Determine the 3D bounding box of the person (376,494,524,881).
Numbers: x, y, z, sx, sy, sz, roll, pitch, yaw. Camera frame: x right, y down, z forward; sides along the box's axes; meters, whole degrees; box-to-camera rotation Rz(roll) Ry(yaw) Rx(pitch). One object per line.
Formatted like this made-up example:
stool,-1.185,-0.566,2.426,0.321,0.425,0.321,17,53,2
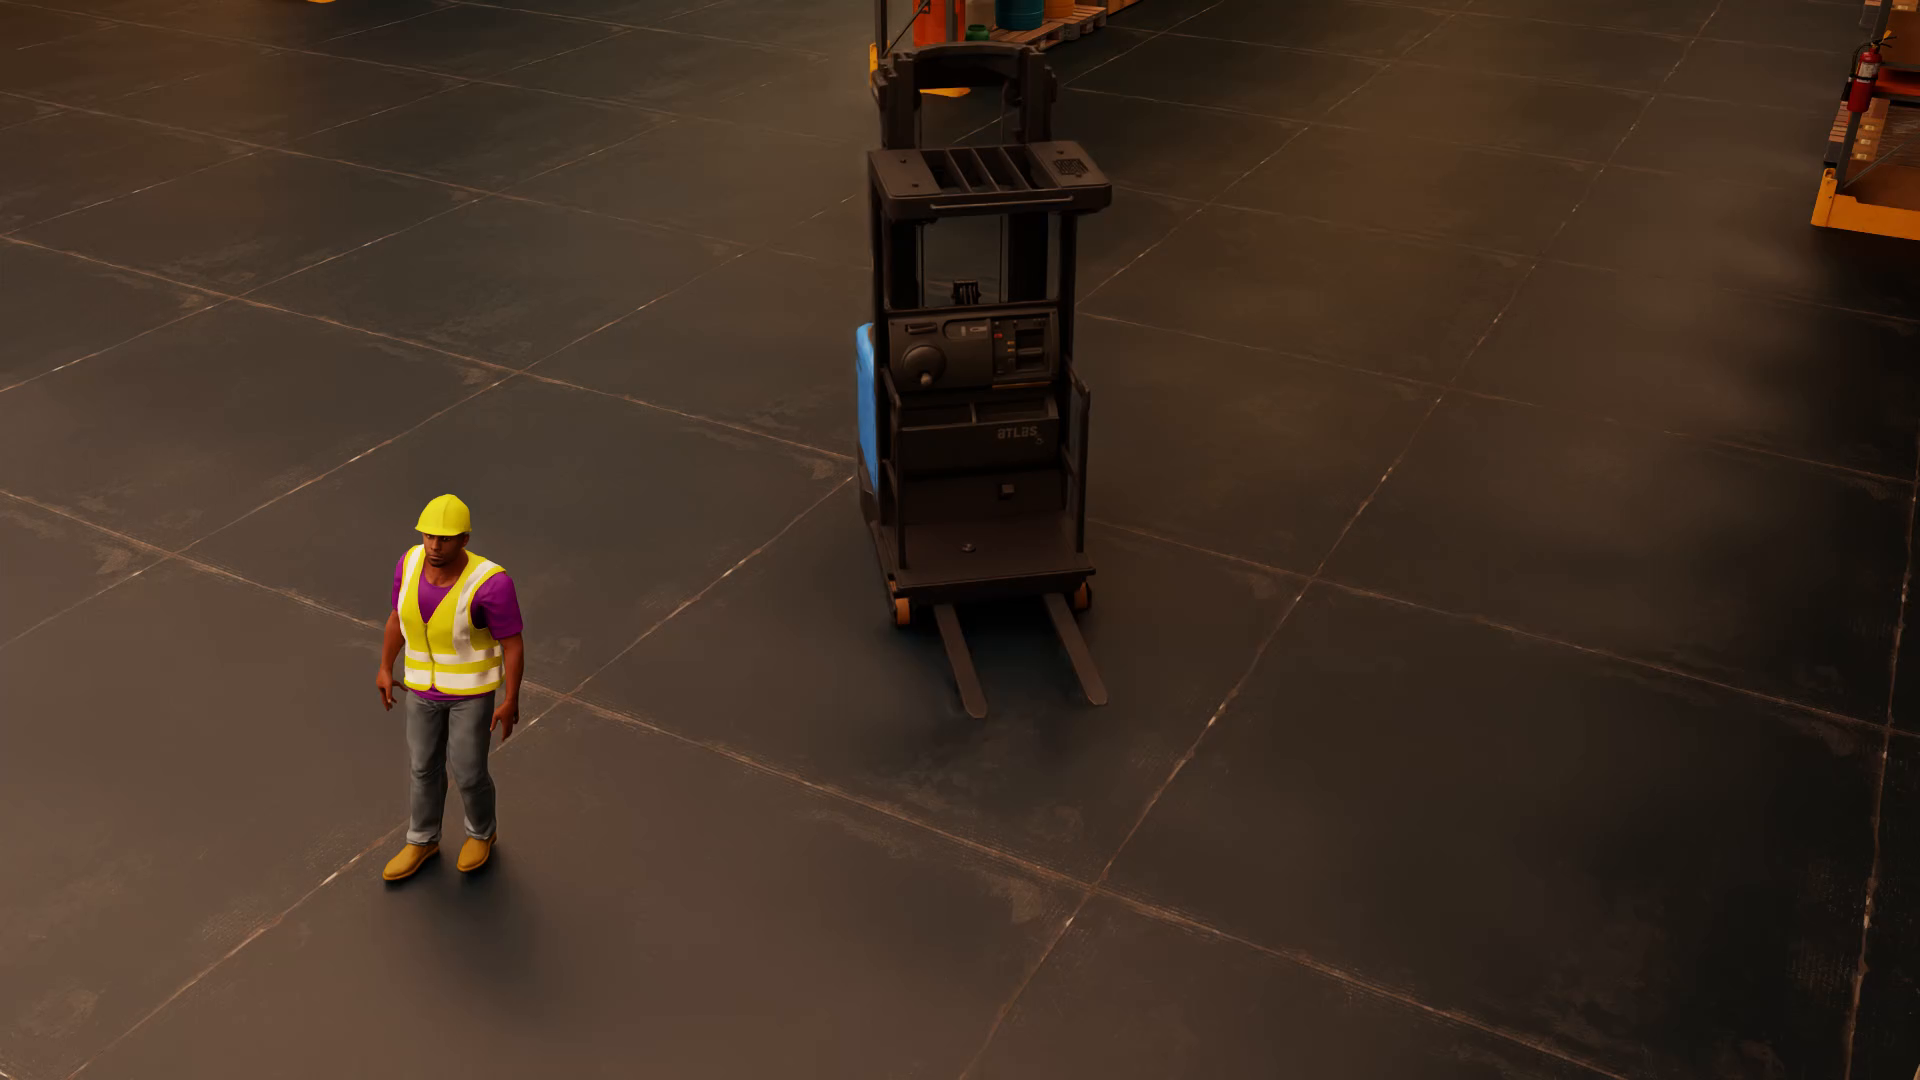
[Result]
person,-2.194,0.657,7.085,0.666,1.762,0.590,8,31,14

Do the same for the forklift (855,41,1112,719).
forklift,0.120,-0.986,8.779,1.130,2.935,3.031,-5,30,-9
